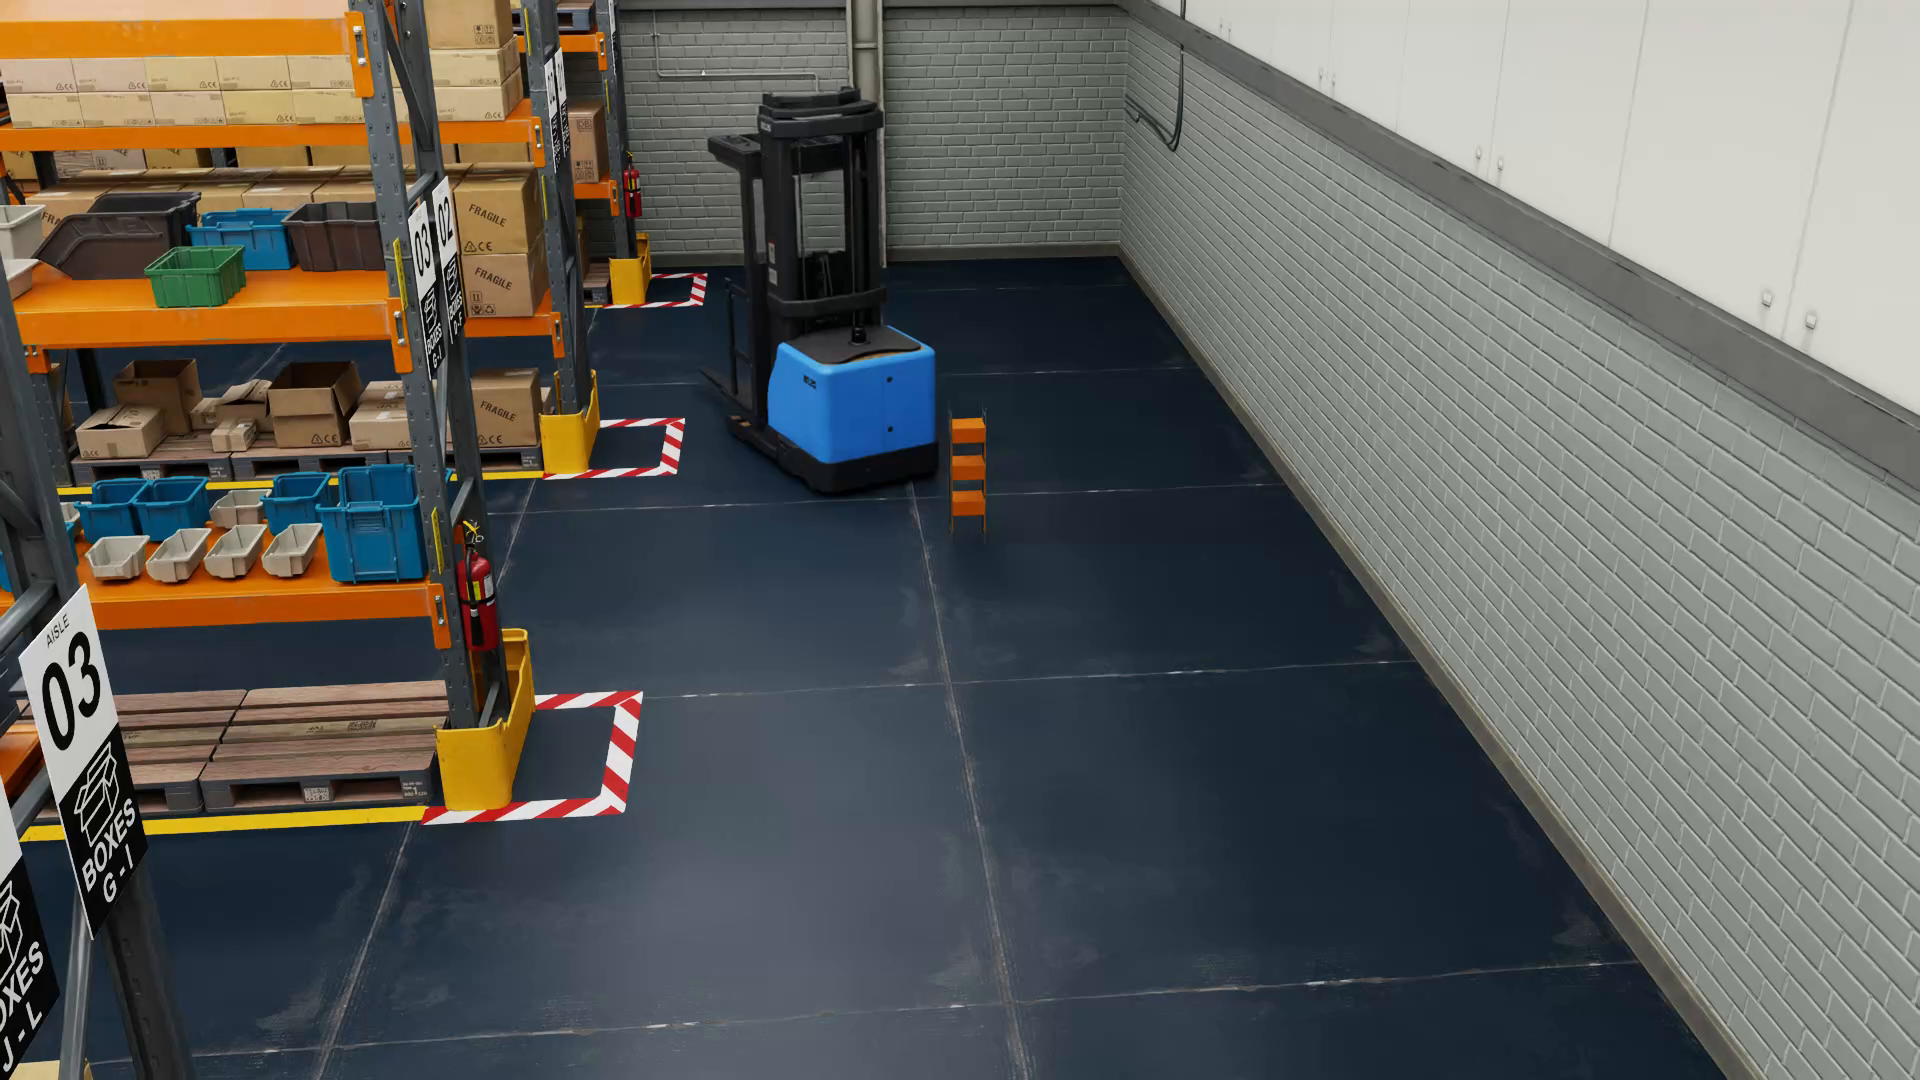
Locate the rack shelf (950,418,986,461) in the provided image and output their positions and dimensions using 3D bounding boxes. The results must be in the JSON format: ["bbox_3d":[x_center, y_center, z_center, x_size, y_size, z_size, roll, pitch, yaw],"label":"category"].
[{"bbox_3d":[0.053,-0.732,11.931,0.240,0.259,0.215,-2,24,-5],"label":"rack shelf"}]

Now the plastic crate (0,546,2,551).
[{"bbox_3d":[-5.133,0.058,8.499,0.530,0.282,0.437,-2,24,-5],"label":"plastic crate"}]

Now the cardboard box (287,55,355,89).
[{"bbox_3d":[-4.654,-3.513,12.336,0.500,0.250,0.500,-2,24,-5],"label":"cardboard box"}]

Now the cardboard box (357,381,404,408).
[{"bbox_3d":[-4.737,-1.142,13.970,0.500,0.250,0.500,-2,24,-5],"label":"cardboard box"}]

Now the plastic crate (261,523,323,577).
[{"bbox_3d":[-3.483,0.057,8.680,0.243,0.136,0.396,-2,24,-5],"label":"plastic crate"}]

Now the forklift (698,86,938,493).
[{"bbox_3d":[-1.355,-2.263,13.733,1.130,2.935,3.031,-13,27,-28],"label":"forklift"}]

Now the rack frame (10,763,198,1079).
[{"bbox_3d":[-2.203,1.860,4.373,0.127,3.000,1.000,-2,24,-5],"label":"rack frame"}]

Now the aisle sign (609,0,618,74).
[{"bbox_3d":[-3.562,-5.216,17.091,0.004,0.787,0.394,-2,24,-5],"label":"aisle sign"}]

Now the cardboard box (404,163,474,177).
[{"bbox_3d":[-4.160,-2.712,13.304,0.500,0.500,0.500,-2,24,-5],"label":"cardboard box"}]

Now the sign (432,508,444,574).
[{"bbox_3d":[-2.619,0.005,8.345,0.005,0.325,0.100,-2,24,-5],"label":"sign"}]

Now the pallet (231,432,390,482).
[{"bbox_3d":[-5.253,-0.787,13.762,1.213,0.211,1.003,-2,24,-5],"label":"pallet"}]

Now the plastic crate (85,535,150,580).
[{"bbox_3d":[-4.341,0.103,8.577,0.250,0.136,0.298,-2,24,-5],"label":"plastic crate"}]

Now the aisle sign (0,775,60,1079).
[{"bbox_3d":[-2.102,0.790,3.578,0.004,0.787,0.394,-2,24,-5],"label":"aisle sign"}]

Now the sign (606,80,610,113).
[{"bbox_3d":[-3.624,-4.564,17.108,0.005,0.325,0.100,-2,24,-5],"label":"sign"}]

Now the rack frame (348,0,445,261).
[{"bbox_3d":[-2.690,-2.883,7.658,0.127,3.000,1.000,-2,24,-5],"label":"rack frame"}]

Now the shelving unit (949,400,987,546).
[{"bbox_3d":[0.053,-0.482,12.042,0.252,1.050,0.215,-2,24,-5],"label":"shelving unit"}]

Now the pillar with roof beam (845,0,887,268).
[{"bbox_3d":[-0.638,-5.605,13.782,0.400,9.000,9.100,-2,24,-5],"label":"pillar with roof beam"}]

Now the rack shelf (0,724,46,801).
[{"bbox_3d":[-4.193,0.898,3.730,4.000,0.370,1.077,-2,24,-5],"label":"rack shelf"}]

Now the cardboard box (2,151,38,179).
[{"bbox_3d":[-9.583,-3.994,17.029,0.500,0.500,0.500,-2,24,-4],"label":"cardboard box"}]

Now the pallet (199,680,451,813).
[{"bbox_3d":[-3.514,1.149,9.404,1.213,0.211,1.003,-2,24,-5],"label":"pallet"}]

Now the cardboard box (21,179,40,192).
[{"bbox_3d":[-9.487,-3.714,17.198,0.250,0.149,0.380,-2,24,-3],"label":"cardboard box"}]

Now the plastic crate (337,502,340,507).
[{"bbox_3d":[-3.295,-0.193,9.242,0.298,0.136,0.250,-2,24,-5],"label":"plastic crate"}]

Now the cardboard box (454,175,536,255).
[{"bbox_3d":[-3.589,-2.518,12.868,0.500,0.500,0.500,-3,24,-6],"label":"cardboard box"}]

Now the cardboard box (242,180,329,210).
[{"bbox_3d":[-5.118,-2.454,12.725,0.500,0.500,0.500,-2,24,-4],"label":"cardboard box"}]

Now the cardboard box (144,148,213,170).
[{"bbox_3d":[-8.079,-4.057,17.171,0.500,0.500,0.500,-3,24,-6],"label":"cardboard box"}]

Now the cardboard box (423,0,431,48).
[{"bbox_3d":[-4.188,-4.005,12.520,0.500,0.500,0.700,-2,24,-5],"label":"cardboard box"}]

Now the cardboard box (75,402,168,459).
[{"bbox_3d":[-6.714,-0.886,13.320,0.500,0.311,0.500,-2,24,-5],"label":"cardboard box"}]

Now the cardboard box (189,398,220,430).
[{"bbox_3d":[-6.247,-1.060,13.909,0.250,0.149,0.380,-2,24,-5],"label":"cardboard box"}]

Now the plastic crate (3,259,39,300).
[{"bbox_3d":[-4.722,-1.210,7.910,0.530,0.136,0.437,-2,24,-5],"label":"plastic crate"}]

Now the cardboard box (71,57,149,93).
[{"bbox_3d":[-6.148,-3.455,12.206,0.500,0.250,0.500,-2,24,-5],"label":"cardboard box"}]

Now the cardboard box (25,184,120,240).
[{"bbox_3d":[-6.657,-2.392,12.585,0.500,0.500,0.500,-2,24,-4],"label":"cardboard box"}]

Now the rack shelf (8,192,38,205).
[{"bbox_3d":[-9.634,-3.578,17.493,4.000,0.370,1.077,-2,24,-5],"label":"rack shelf"}]

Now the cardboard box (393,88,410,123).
[{"bbox_3d":[-4.157,-3.304,12.482,0.500,0.250,0.500,-2,24,-5],"label":"cardboard box"}]

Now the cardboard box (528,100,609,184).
[{"bbox_3d":[-4.170,-4.259,17.770,0.700,0.700,0.980,-1,24,-3],"label":"cardboard box"}]

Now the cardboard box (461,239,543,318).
[{"bbox_3d":[-3.592,-2.062,13.073,0.500,0.500,0.500,-2,24,-4],"label":"cardboard box"}]

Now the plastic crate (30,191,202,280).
[{"bbox_3d":[-4.237,-1.535,8.393,0.767,0.338,0.504,-2,24,-5],"label":"plastic crate"}]

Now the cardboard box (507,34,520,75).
[{"bbox_3d":[-3.710,-3.760,12.892,0.500,0.250,0.500,-2,24,-5],"label":"cardboard box"}]

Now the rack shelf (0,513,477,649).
[{"bbox_3d":[-4.680,0.266,8.843,4.000,0.370,1.077,-2,24,-5],"label":"rack shelf"}]

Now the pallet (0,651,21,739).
[{"bbox_3d":[-2.940,0.564,3.705,1.213,0.211,1.003,-2,24,-5],"label":"pallet"}]

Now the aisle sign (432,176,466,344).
[{"bbox_3d":[-2.647,-1.453,8.625,0.004,0.787,0.394,-2,24,-5],"label":"aisle sign"}]

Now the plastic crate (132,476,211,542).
[{"bbox_3d":[-4.278,-0.164,9.057,0.300,0.233,0.416,-2,24,-5],"label":"plastic crate"}]

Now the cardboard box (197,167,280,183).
[{"bbox_3d":[-5.665,-2.654,13.173,0.500,0.500,0.500,-2,24,-5],"label":"cardboard box"}]

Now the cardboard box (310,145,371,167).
[{"bbox_3d":[-6.376,-4.166,17.560,0.700,0.700,0.980,-3,24,-6],"label":"cardboard box"}]

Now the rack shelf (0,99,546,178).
[{"bbox_3d":[-5.163,-3.107,12.739,4.000,0.370,1.077,-2,24,-5],"label":"rack shelf"}]

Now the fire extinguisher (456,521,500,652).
[{"bbox_3d":[-2.495,0.241,8.568,0.183,0.674,0.296,-2,24,-5],"label":"fire extinguisher"}]

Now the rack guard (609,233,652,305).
[{"bbox_3d":[-3.639,-3.005,18.396,0.348,0.500,1.175,-2,24,-5],"label":"rack guard"}]

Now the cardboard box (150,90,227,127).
[{"bbox_3d":[-5.649,-3.244,12.347,0.500,0.250,0.500,-2,24,-5],"label":"cardboard box"}]

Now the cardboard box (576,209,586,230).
[{"bbox_3d":[-4.245,-3.510,18.216,0.250,0.149,0.380,-2,24,-5],"label":"cardboard box"}]

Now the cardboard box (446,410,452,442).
[{"bbox_3d":[-4.102,-0.950,13.640,0.250,0.166,0.380,-2,24,-5],"label":"cardboard box"}]

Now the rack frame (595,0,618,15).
[{"bbox_3d":[-3.663,-6.888,16.667,0.127,3.000,1.000,-2,24,-5],"label":"rack frame"}]
